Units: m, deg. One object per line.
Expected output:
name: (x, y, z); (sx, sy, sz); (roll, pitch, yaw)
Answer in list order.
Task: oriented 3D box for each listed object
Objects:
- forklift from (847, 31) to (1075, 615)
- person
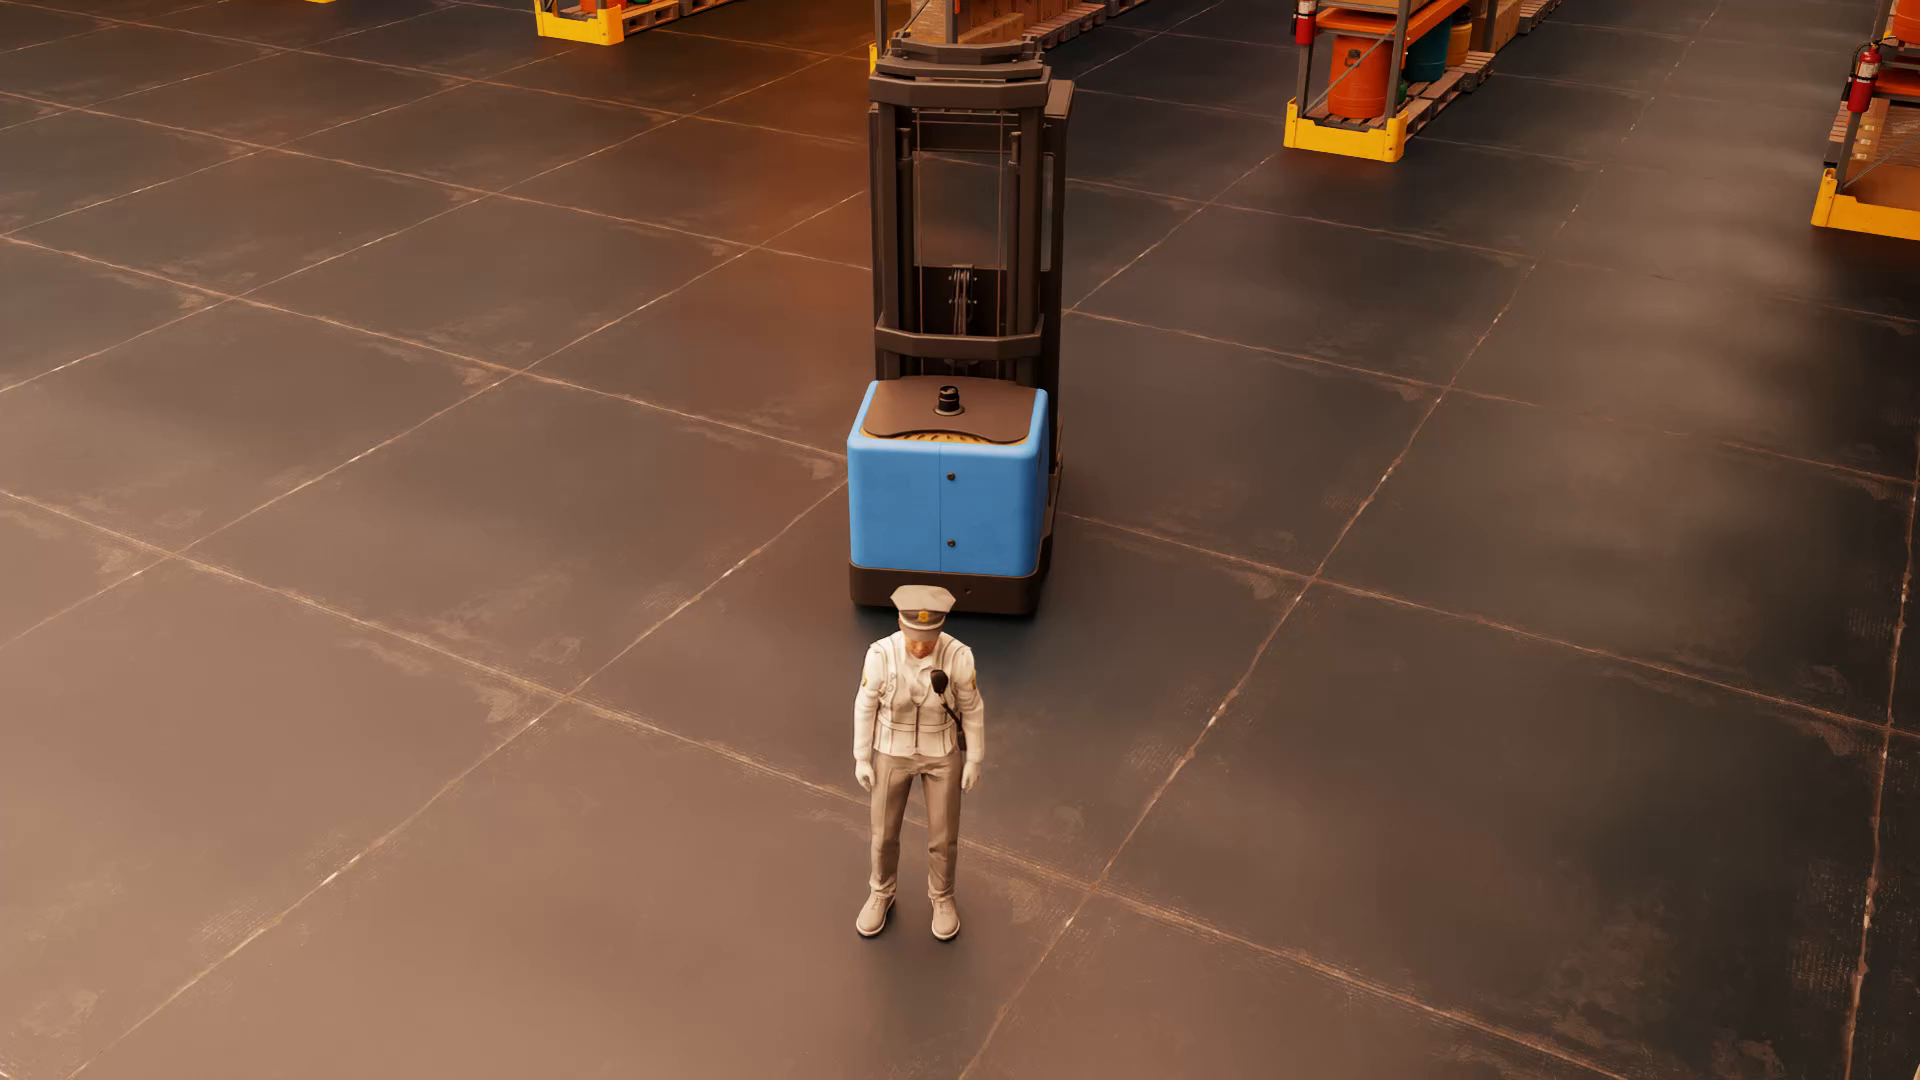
forklift: (0.072, -1.572, 9.794); (1.130, 2.935, 3.031); (3, 30, 6)
person: (-0.170, 0.895, 6.792); (0.542, 1.662, 0.375); (1, 30, 1)
